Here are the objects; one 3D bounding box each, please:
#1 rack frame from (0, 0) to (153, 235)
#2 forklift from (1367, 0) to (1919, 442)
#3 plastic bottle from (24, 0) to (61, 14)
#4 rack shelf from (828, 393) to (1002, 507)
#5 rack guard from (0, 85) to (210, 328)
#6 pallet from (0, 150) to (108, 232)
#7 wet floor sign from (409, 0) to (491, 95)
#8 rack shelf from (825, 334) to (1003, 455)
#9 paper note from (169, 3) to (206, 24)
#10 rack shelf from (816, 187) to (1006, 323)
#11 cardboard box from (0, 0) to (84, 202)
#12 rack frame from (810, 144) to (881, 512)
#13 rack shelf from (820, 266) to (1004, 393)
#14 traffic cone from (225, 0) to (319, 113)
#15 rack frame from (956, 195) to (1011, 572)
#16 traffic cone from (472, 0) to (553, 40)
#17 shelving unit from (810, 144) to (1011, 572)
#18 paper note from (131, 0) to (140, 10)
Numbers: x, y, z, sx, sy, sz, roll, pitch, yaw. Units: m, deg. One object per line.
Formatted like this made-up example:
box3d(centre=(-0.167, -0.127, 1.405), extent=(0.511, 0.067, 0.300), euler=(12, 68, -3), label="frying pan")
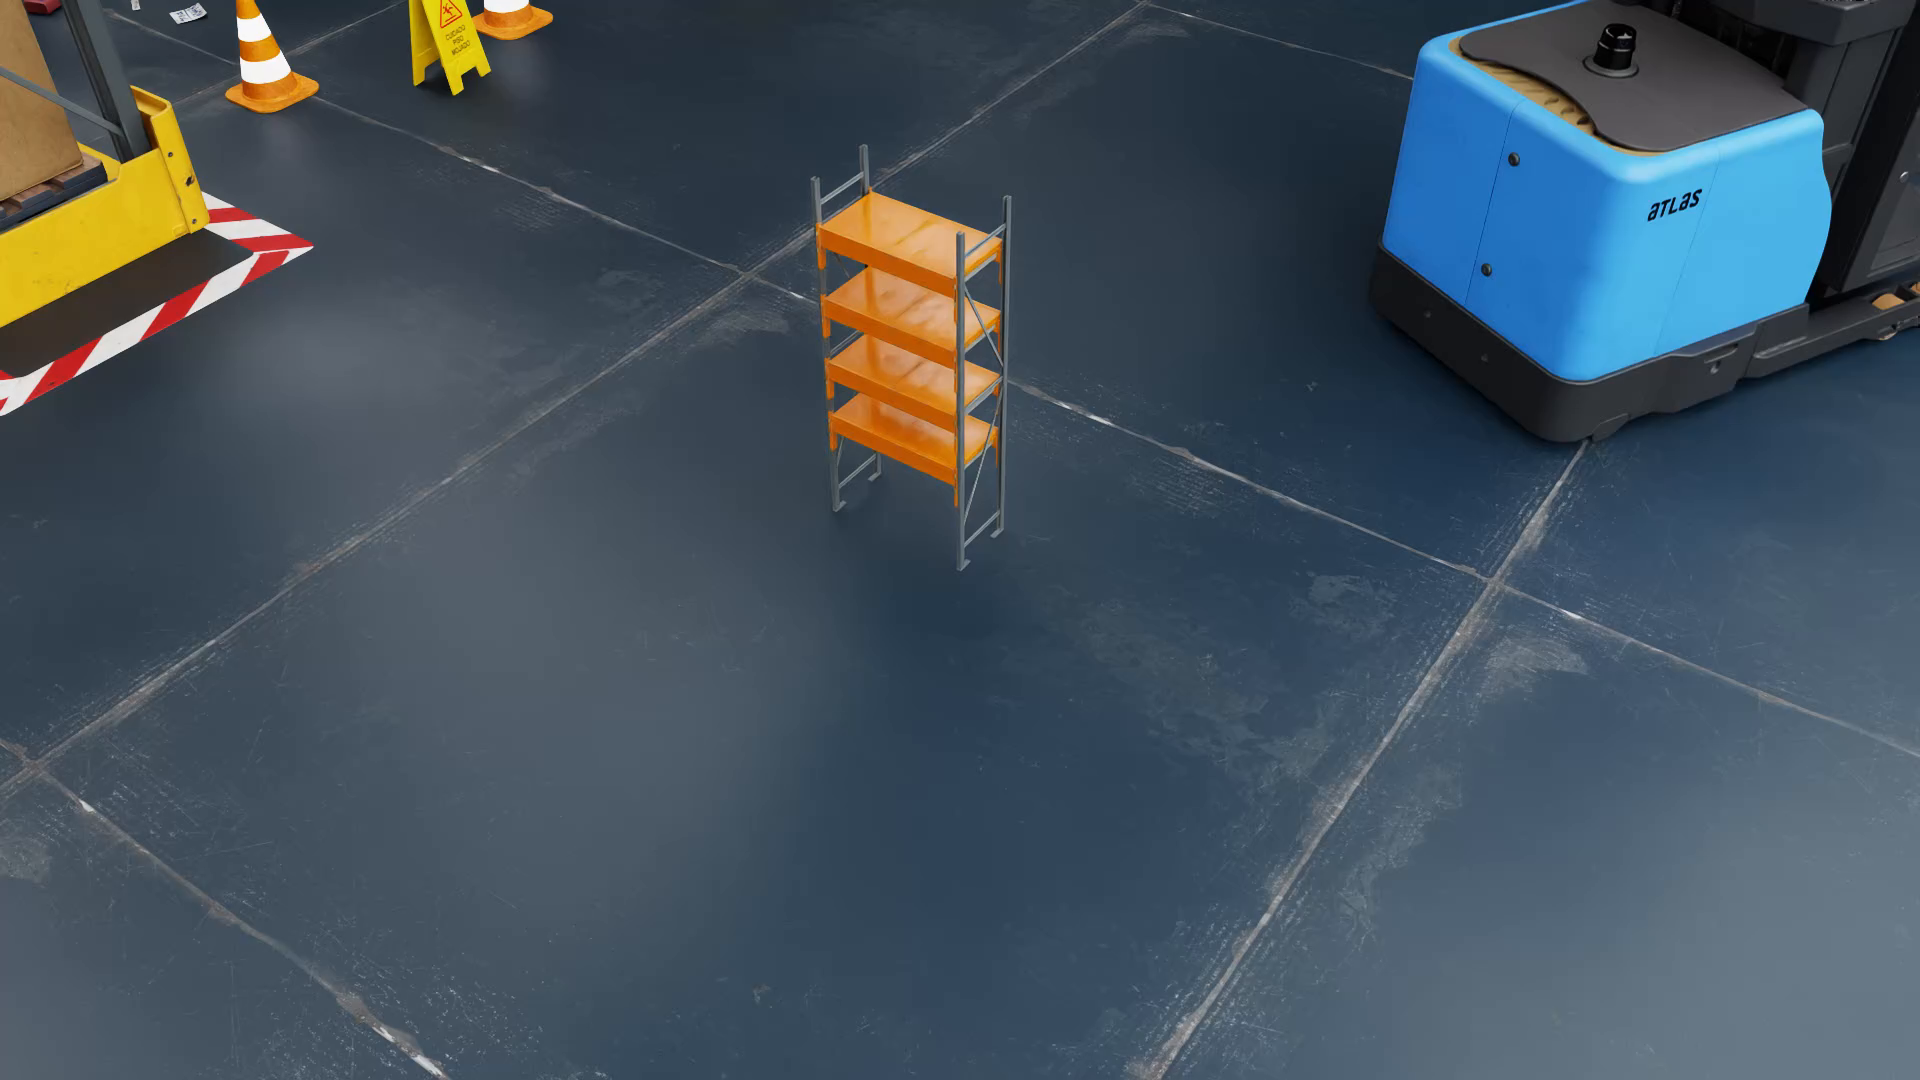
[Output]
box3d(centre=(-3.483, -2.160, 5.415), extent=(0.127, 3.000, 1.000), euler=(25, 48, 25), label="rack frame")
box3d(centre=(3.051, -2.113, 5.413), extent=(3.031, 2.935, 1.130), euler=(-19, 45, -20), label="forklift")
box3d(centre=(-4.467, -2.684, 8.204), extent=(0.133, 0.061, 0.283), euler=(10, 43, 11), label="plastic bottle")
box3d(centre=(-0.136, -0.312, 5.098), extent=(0.480, 0.148, 0.258), euler=(25, 48, 25), label="rack shelf")
box3d(centre=(-3.463, -1.220, 6.238), extent=(0.348, 0.500, 1.175), euler=(25, 48, 25), label="rack guard")
box3d(centre=(-4.183, -1.385, 6.639), extent=(1.213, 0.211, 1.003), euler=(25, 48, 25), label="pallet")
box3d(centre=(-2.322, -2.353, 7.396), extent=(0.232, 0.644, 0.267), euler=(17, 45, 18), label="wet floor sign")
box3d(centre=(-0.136, -0.460, 4.966), extent=(0.480, 0.148, 0.258), euler=(25, 48, 25), label="rack shelf")
box3d(centre=(-3.758, -2.565, 8.095), extent=(0.144, 0.017, 0.142), euler=(-25, 48, -25), label="paper note")
box3d(centre=(-0.136, -0.803, 4.659), extent=(0.480, 0.148, 0.258), euler=(25, 48, 25), label="rack shelf")
box3d(centre=(-4.076, -1.749, 6.233), extent=(0.875, 0.875, 0.875), euler=(25, 48, 26), label="cardboard box")
box3d(centre=(-0.335, -0.604, 5.025), extent=(0.015, 1.200, 0.240), euler=(25, 48, 25), label="rack frame")
box3d(centre=(-0.136, -0.627, 4.816), extent=(0.480, 0.148, 0.258), euler=(25, 48, 25), label="rack shelf")
box3d(centre=(-3.102, -2.194, 7.355), extent=(0.334, 0.463, 0.336), euler=(25, 48, 25), label="traffic cone")
box3d(centre=(0.064, -0.417, 4.816), extent=(0.015, 1.200, 0.240), euler=(25, 48, 25), label="rack frame")
box3d(centre=(-2.175, -2.680, 7.898), extent=(0.334, 0.463, 0.336), euler=(25, 48, 25), label="traffic cone")
box3d(centre=(-0.136, -0.511, 4.921), extent=(0.503, 1.200, 0.258), euler=(25, 48, 25), label="shelving unit")
box3d(centre=(-4.060, -2.636, 8.188), extent=(0.032, 0.001, 0.123), euler=(-17, 45, -18), label="paper note")
